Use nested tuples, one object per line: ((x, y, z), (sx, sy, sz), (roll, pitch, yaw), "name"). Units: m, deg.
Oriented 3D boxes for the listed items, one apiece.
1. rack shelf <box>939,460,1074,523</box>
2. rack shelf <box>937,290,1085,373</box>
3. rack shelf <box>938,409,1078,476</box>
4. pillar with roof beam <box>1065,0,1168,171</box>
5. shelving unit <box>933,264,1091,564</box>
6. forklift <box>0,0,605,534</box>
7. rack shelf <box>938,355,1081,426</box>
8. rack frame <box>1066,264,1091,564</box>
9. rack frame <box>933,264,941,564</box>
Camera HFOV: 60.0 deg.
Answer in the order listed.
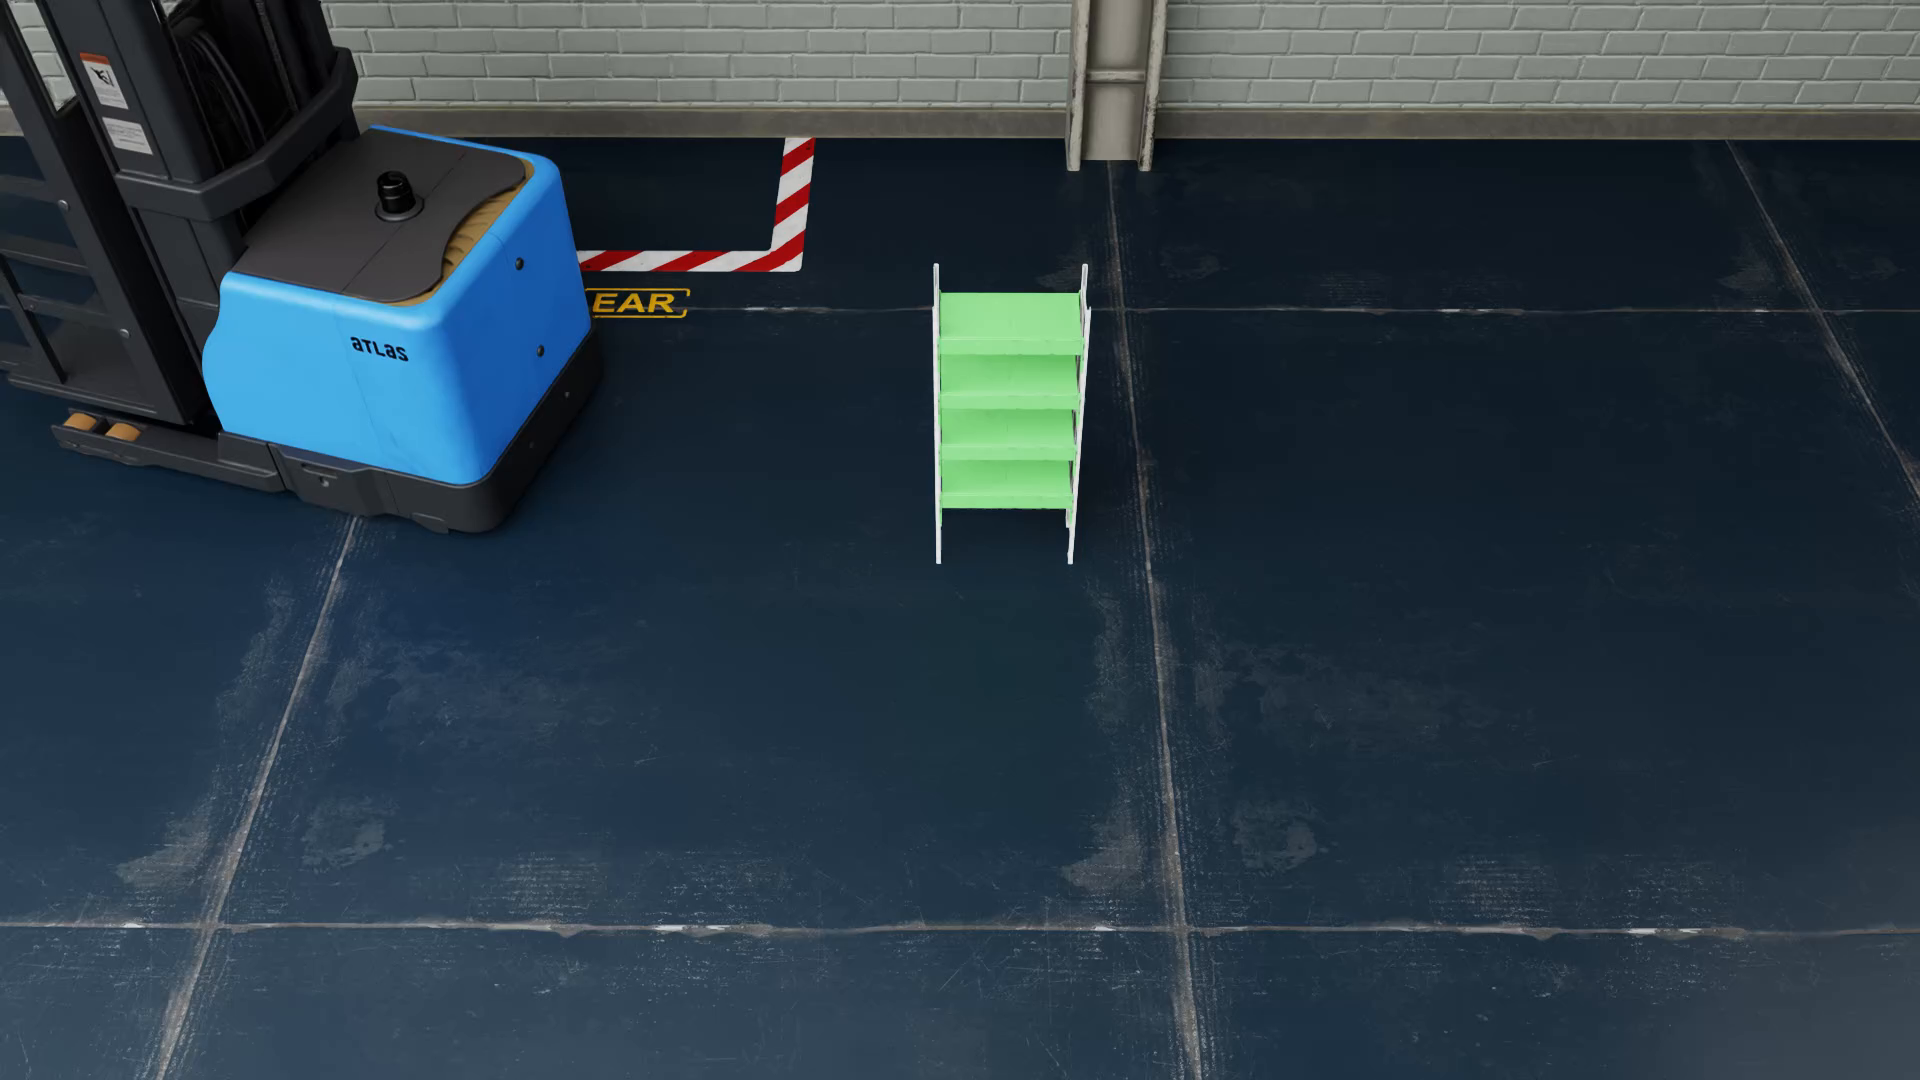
((0.166, -0.201, 6.033), (0.480, 0.148, 0.258), (0, 47, 0), "rack shelf")
((0.166, -0.692, 5.506), (0.480, 0.148, 0.258), (0, 47, 0), "rack shelf")
((0.166, -0.365, 5.857), (0.480, 0.148, 0.258), (0, 47, 0), "rack shelf")
((0.692, -1.777, 1.756), (0.400, 9.000, 9.100), (0, 47, 0), "pillar with roof beam")
((0.166, -0.408, 5.810), (0.503, 1.200, 0.258), (0, 47, 0), "shelving unit")
((-3.028, -1.649, 5.783), (3.031, 2.935, 1.130), (13, 48, 12), "forklift")
((0.166, -0.528, 5.681), (0.480, 0.148, 0.258), (0, 47, 0), "rack shelf")
((0.410, -0.408, 5.810), (0.015, 1.200, 0.240), (0, 47, 0), "rack frame")
((-0.078, -0.409, 5.811), (0.015, 1.200, 0.240), (0, 47, 0), "rack frame")
